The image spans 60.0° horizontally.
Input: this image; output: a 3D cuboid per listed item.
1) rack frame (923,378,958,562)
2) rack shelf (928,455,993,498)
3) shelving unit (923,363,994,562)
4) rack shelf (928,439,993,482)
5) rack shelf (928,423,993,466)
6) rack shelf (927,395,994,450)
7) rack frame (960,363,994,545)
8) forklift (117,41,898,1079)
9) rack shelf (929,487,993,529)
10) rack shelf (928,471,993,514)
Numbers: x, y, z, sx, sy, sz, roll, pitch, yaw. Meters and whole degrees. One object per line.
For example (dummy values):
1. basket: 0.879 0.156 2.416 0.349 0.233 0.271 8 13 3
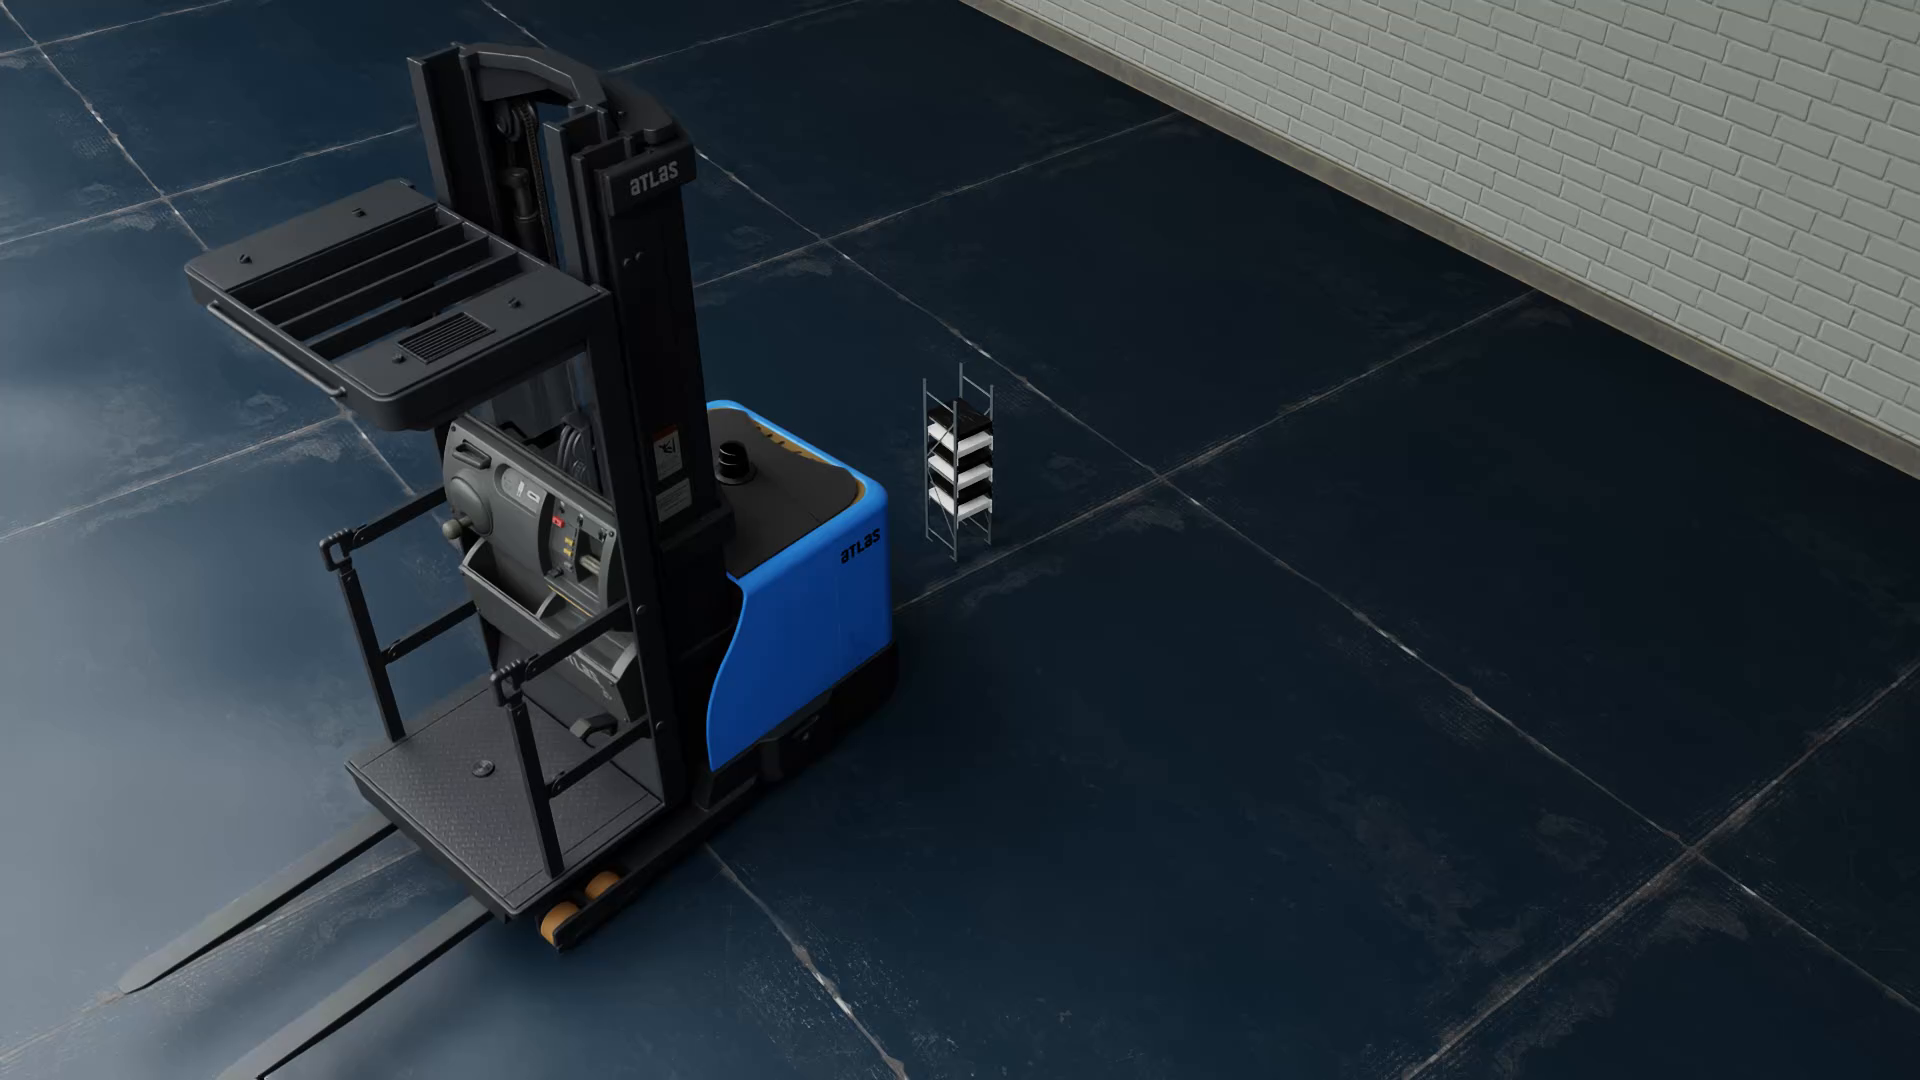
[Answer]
1. rack frame: -0.087 -0.305 7.546 0.006 0.900 0.240 -26 46 -28
2. rack shelf: -0.006 -0.319 7.615 0.200 0.077 0.258 -26 46 -28
3. shelving unit: -0.006 -0.345 7.594 0.210 0.900 0.258 -26 46 -28
4. rack shelf: -0.006 -0.389 7.558 0.200 0.077 0.258 -26 46 -28
5. rack shelf: -0.006 -0.458 7.501 0.200 0.077 0.258 -26 46 -28
6. rack shelf: -0.006 -0.528 7.444 0.200 0.077 0.258 -26 46 -28
7. rack frame: 0.074 -0.384 7.642 0.006 0.900 0.240 -26 46 -28
8. forklift: -1.621 -0.013 5.589 1.130 2.935 3.031 30 48 31
9. rack shelf: -0.006 -0.180 7.730 0.200 0.077 0.258 -26 46 -28
10. rack shelf: -0.006 -0.249 7.672 0.200 0.077 0.258 -26 46 -28
